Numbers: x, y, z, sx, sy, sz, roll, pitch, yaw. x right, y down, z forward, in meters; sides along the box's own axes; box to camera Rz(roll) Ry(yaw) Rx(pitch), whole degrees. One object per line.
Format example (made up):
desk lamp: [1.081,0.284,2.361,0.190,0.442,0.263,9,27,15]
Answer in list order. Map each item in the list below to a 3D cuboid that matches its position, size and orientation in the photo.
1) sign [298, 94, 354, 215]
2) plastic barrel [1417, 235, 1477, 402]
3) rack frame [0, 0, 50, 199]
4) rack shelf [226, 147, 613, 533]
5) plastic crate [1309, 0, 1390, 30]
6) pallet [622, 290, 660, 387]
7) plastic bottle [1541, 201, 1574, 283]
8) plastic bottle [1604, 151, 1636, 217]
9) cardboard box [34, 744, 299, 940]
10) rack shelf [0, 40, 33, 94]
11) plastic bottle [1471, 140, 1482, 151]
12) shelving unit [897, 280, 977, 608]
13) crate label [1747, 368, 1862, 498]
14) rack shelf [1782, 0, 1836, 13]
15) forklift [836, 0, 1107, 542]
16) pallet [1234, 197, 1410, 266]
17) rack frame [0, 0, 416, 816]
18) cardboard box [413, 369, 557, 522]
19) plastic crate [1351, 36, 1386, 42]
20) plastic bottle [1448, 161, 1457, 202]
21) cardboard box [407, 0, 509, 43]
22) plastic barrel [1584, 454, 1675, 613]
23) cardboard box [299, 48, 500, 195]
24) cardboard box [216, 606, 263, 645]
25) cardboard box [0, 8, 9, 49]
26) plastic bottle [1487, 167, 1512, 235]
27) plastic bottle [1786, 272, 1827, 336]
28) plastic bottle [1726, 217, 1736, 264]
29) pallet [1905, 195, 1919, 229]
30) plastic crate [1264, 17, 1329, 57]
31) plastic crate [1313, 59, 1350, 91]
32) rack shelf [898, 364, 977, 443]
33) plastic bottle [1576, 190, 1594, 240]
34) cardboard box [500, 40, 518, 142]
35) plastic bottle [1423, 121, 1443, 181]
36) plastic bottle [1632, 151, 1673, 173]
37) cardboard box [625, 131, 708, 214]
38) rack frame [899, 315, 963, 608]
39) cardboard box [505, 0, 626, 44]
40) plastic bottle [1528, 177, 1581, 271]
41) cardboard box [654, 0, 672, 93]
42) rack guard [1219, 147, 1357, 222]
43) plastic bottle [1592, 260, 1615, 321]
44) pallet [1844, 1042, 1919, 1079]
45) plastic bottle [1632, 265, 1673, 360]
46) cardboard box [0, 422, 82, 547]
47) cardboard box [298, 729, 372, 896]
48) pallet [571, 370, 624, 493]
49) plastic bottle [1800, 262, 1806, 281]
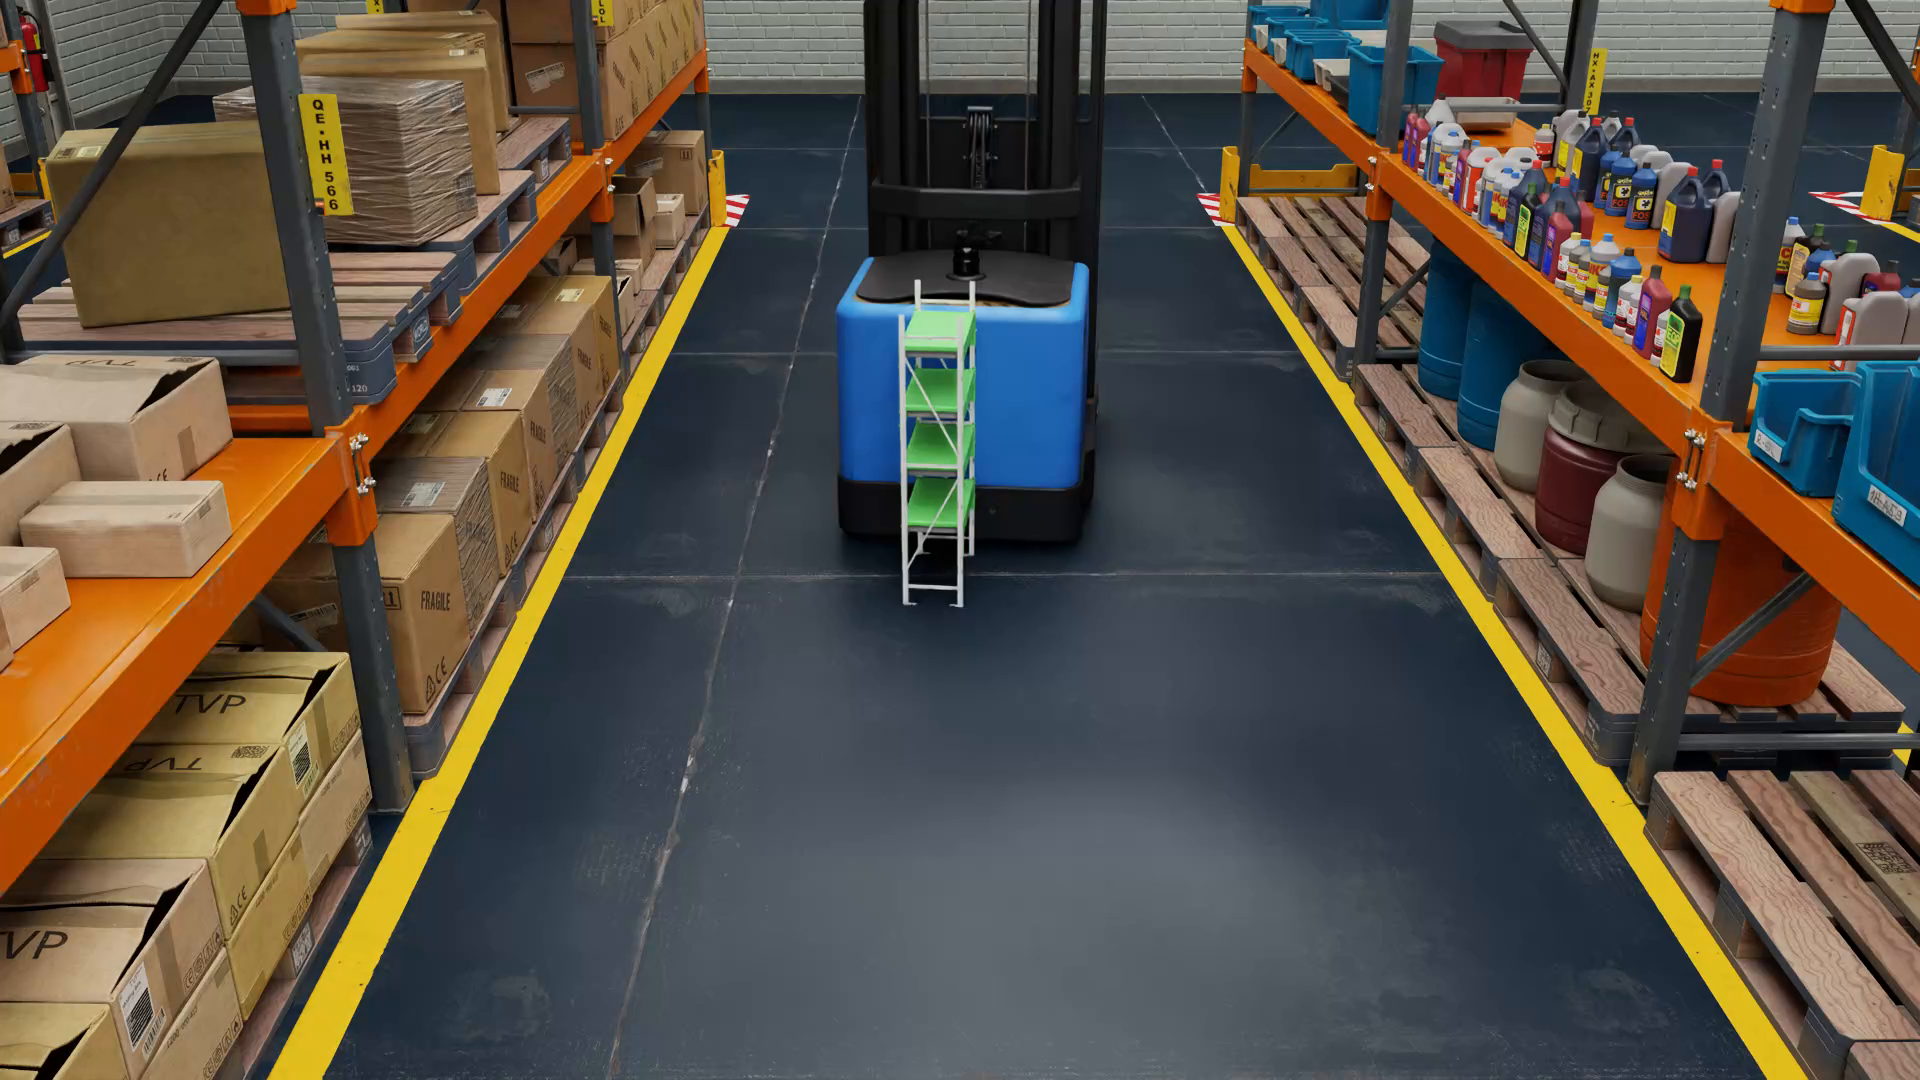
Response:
sign: [-1.718,-1.042,4.509,0.100,0.325,0.005,0,24,-1]
plastic barrel: [2.625,-1.191,8.280,0.600,0.901,0.708,0,24,-1]
rack frame: [-7.314,-3.784,11.976,1.000,3.000,0.127,0,24,-1]
rack shelf: [-2.295,-1.007,6.710,1.077,0.370,4.000,0,24,-1]
plastic crate: [2.783,-3.734,11.751,0.616,0.435,0.499,0,24,-1]
pallet: [-2.324,-1.171,9.584,1.003,0.211,1.213,0,24,-1]
plastic bottle: [2.236,-1.114,6.215,0.061,0.283,0.133,0,24,-1]
plastic bottle: [2.850,-1.538,7.167,0.097,0.271,0.097,0,24,0]
cardboard box: [-2.009,0.724,4.156,0.500,0.311,0.500,-1,24,-1]
rack shelf: [-7.292,-2.632,10.302,1.077,0.370,4.000,0,24,-1]
plastic bottle: [2.389,-1.754,7.730,0.097,0.201,0.097,0,24,0]
shelving unit: [-0.084,-0.383,6.642,0.258,1.200,0.503,2,24,5]
crate label: [2.310,-0.280,4.432,0.303,0.233,0.416,0,24,-1]
rack shelf: [2.702,-0.746,2.493,1.077,0.370,4.000,0,24,-1]
forklift: [0.137,-1.900,7.895,1.130,2.935,3.031,2,24,5]
pallet: [2.563,-2.218,11.897,1.003,0.211,1.213,0,24,-1]
rack frame: [-2.273,-0.511,4.739,1.000,3.000,0.127,0,24,-1]
cardboard box: [-2.015,-0.399,6.991,0.500,0.500,0.500,-1,24,-2]
plastic crate: [2.771,-3.281,11.111,0.396,0.136,0.243,0,24,-1]
plastic bottle: [2.240,-1.618,7.428,0.097,0.201,0.097,0,24,0]
cardboard box: [-2.581,-2.867,8.615,0.500,0.500,0.500,0,24,0]
plastic barrel: [2.562,-0.023,6.171,0.421,0.512,0.421,0,24,0]
cardboard box: [-2.236,-1.668,6.668,0.700,0.500,0.500,-6,25,-14]
cardboard box: [-2.518,0.043,6.014,0.500,0.500,0.500,1,24,2]
cardboard box: [-7.298,-3.710,11.449,0.980,0.700,0.700,1,24,2]
plastic bottle: [2.247,-1.404,6.870,0.097,0.271,0.097,0,24,0]
plastic bottle: [2.869,-0.803,5.627,0.097,0.201,0.097,0,24,0]
plastic bottle: [3.012,-1.176,6.367,0.097,0.271,0.097,0,24,0]
pallet: [7.632,-2.251,11.970,1.003,0.211,1.213,0,24,-1]
plastic crate: [2.273,-3.405,11.268,0.416,0.233,0.300,0,24,-1]
plastic crate: [2.317,-2.803,10.055,0.293,0.136,0.466,0,24,-1]
rack shelf: [-0.084,-0.544,6.569,0.258,0.148,0.480,2,24,5]
plastic bottle: [2.378,-1.191,6.385,0.061,0.283,0.133,0,24,-1]
cardboard box: [-2.579,-2.409,8.816,0.500,0.500,0.500,0,24,0]
plastic bottle: [2.236,-1.826,7.803,0.097,0.271,0.097,0,24,0]
plastic bottle: [2.975,-1.549,7.184,0.152,0.276,0.135,0,24,-1]
cardboard box: [-2.108,-2.646,11.960,0.500,0.500,0.500,0,24,-1]
rack frame: [-0.108,-0.283,6.421,0.240,1.200,0.015,2,24,5]
cardboard box: [-2.041,-2.856,8.589,0.500,0.500,0.500,0,24,1]
plastic bottle: [2.276,-1.211,6.347,0.144,0.351,0.185,0,24,-1]
cardboard box: [-2.069,-3.043,10.216,0.500,0.500,0.500,-1,24,-1]
rack guard: [2.579,-2.699,12.611,1.175,0.500,0.348,0,24,-1]
plastic bottle: [2.260,-0.869,5.772,0.097,0.201,0.097,0,24,0]
pallet: [2.660,1.560,3.545,1.003,0.211,1.213,0,24,-1]
plastic bottle: [2.246,-0.738,5.384,0.061,0.283,0.133,0,24,-1]
cardboard box: [-2.457,-0.101,3.941,0.500,0.311,0.500,-1,24,-1]
cardboard box: [-2.024,0.766,4.743,0.500,0.250,0.500,0,24,1]
pallet: [-2.270,-0.553,8.218,1.003,0.211,1.213,0,24,-1]
plastic bottle: [3.018,-0.914,5.873,0.097,0.201,0.097,0,24,0]
